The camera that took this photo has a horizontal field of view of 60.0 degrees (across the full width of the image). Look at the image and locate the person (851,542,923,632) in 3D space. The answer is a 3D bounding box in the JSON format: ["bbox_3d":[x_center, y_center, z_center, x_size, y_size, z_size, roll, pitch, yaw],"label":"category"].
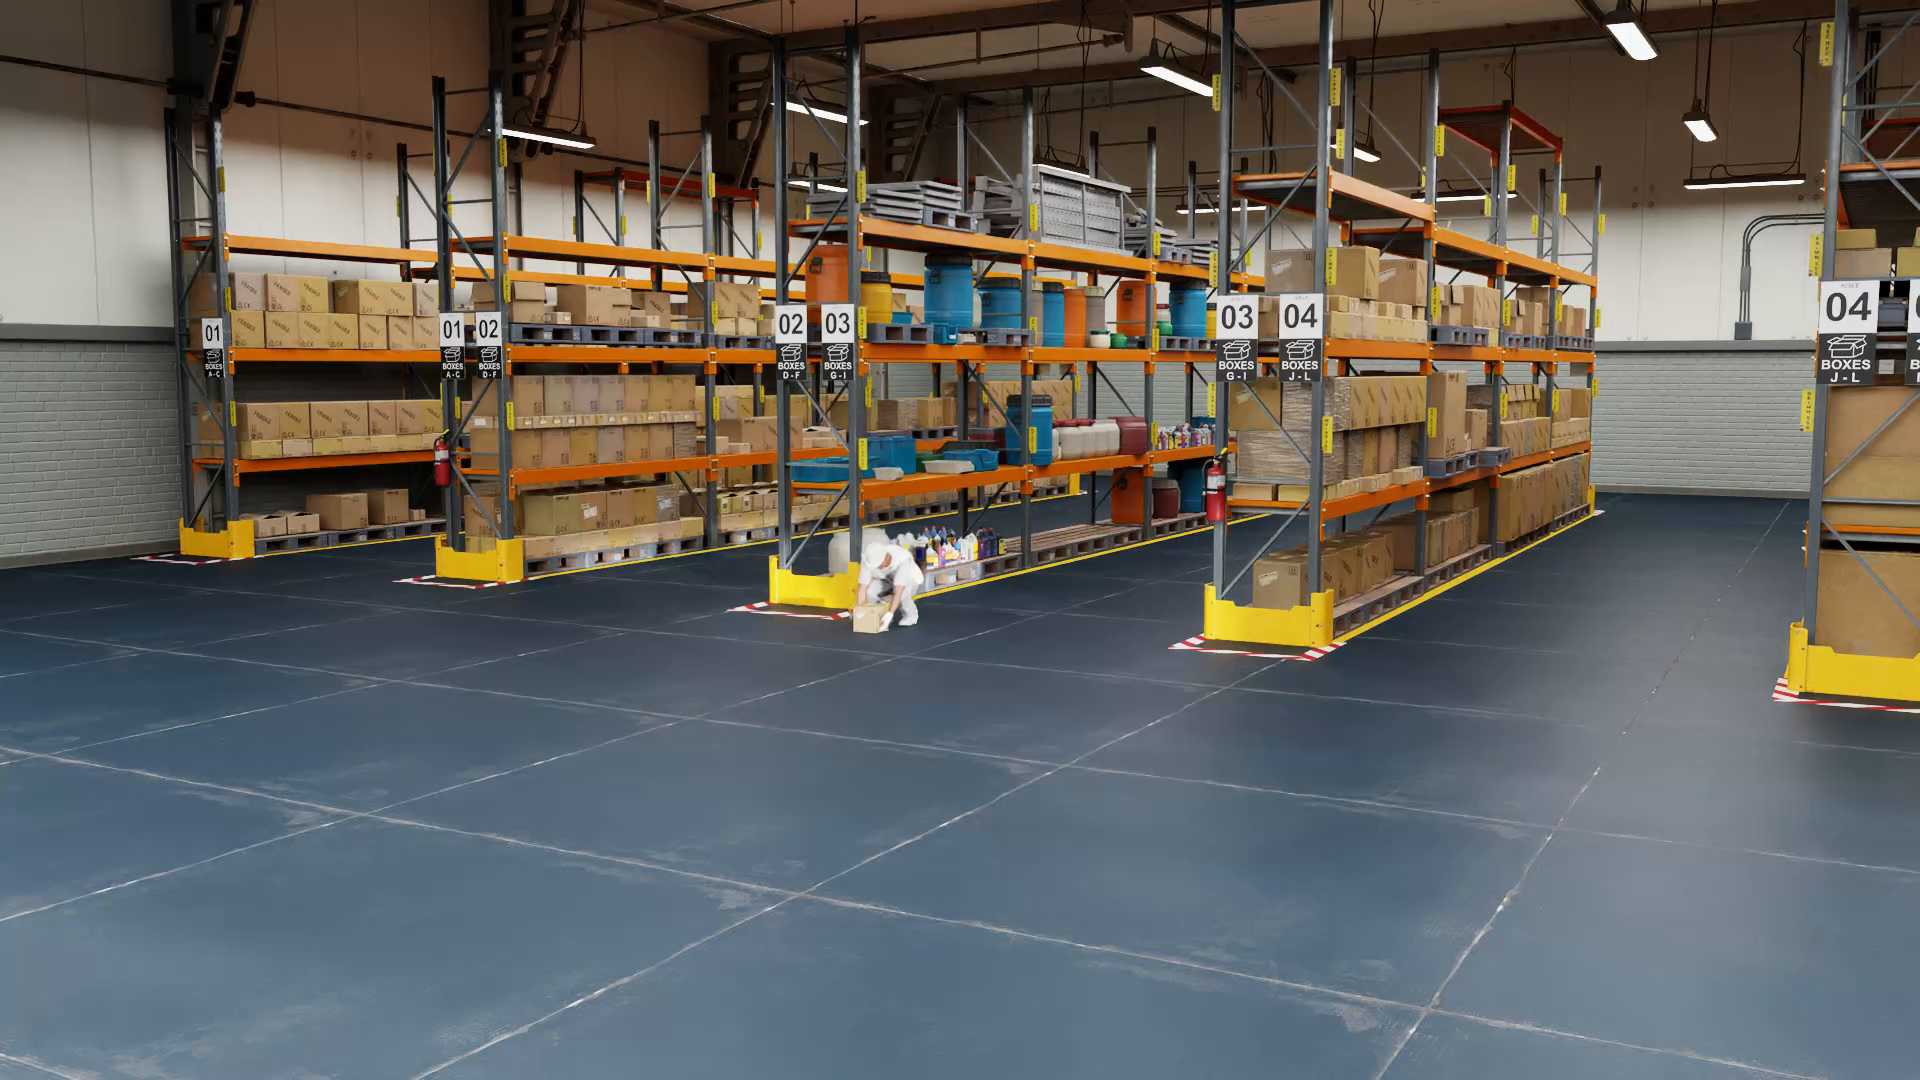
[{"bbox_3d":[-0.686,0.422,16.382,0.580,0.878,0.907,3,7,29],"label":"person"}]
